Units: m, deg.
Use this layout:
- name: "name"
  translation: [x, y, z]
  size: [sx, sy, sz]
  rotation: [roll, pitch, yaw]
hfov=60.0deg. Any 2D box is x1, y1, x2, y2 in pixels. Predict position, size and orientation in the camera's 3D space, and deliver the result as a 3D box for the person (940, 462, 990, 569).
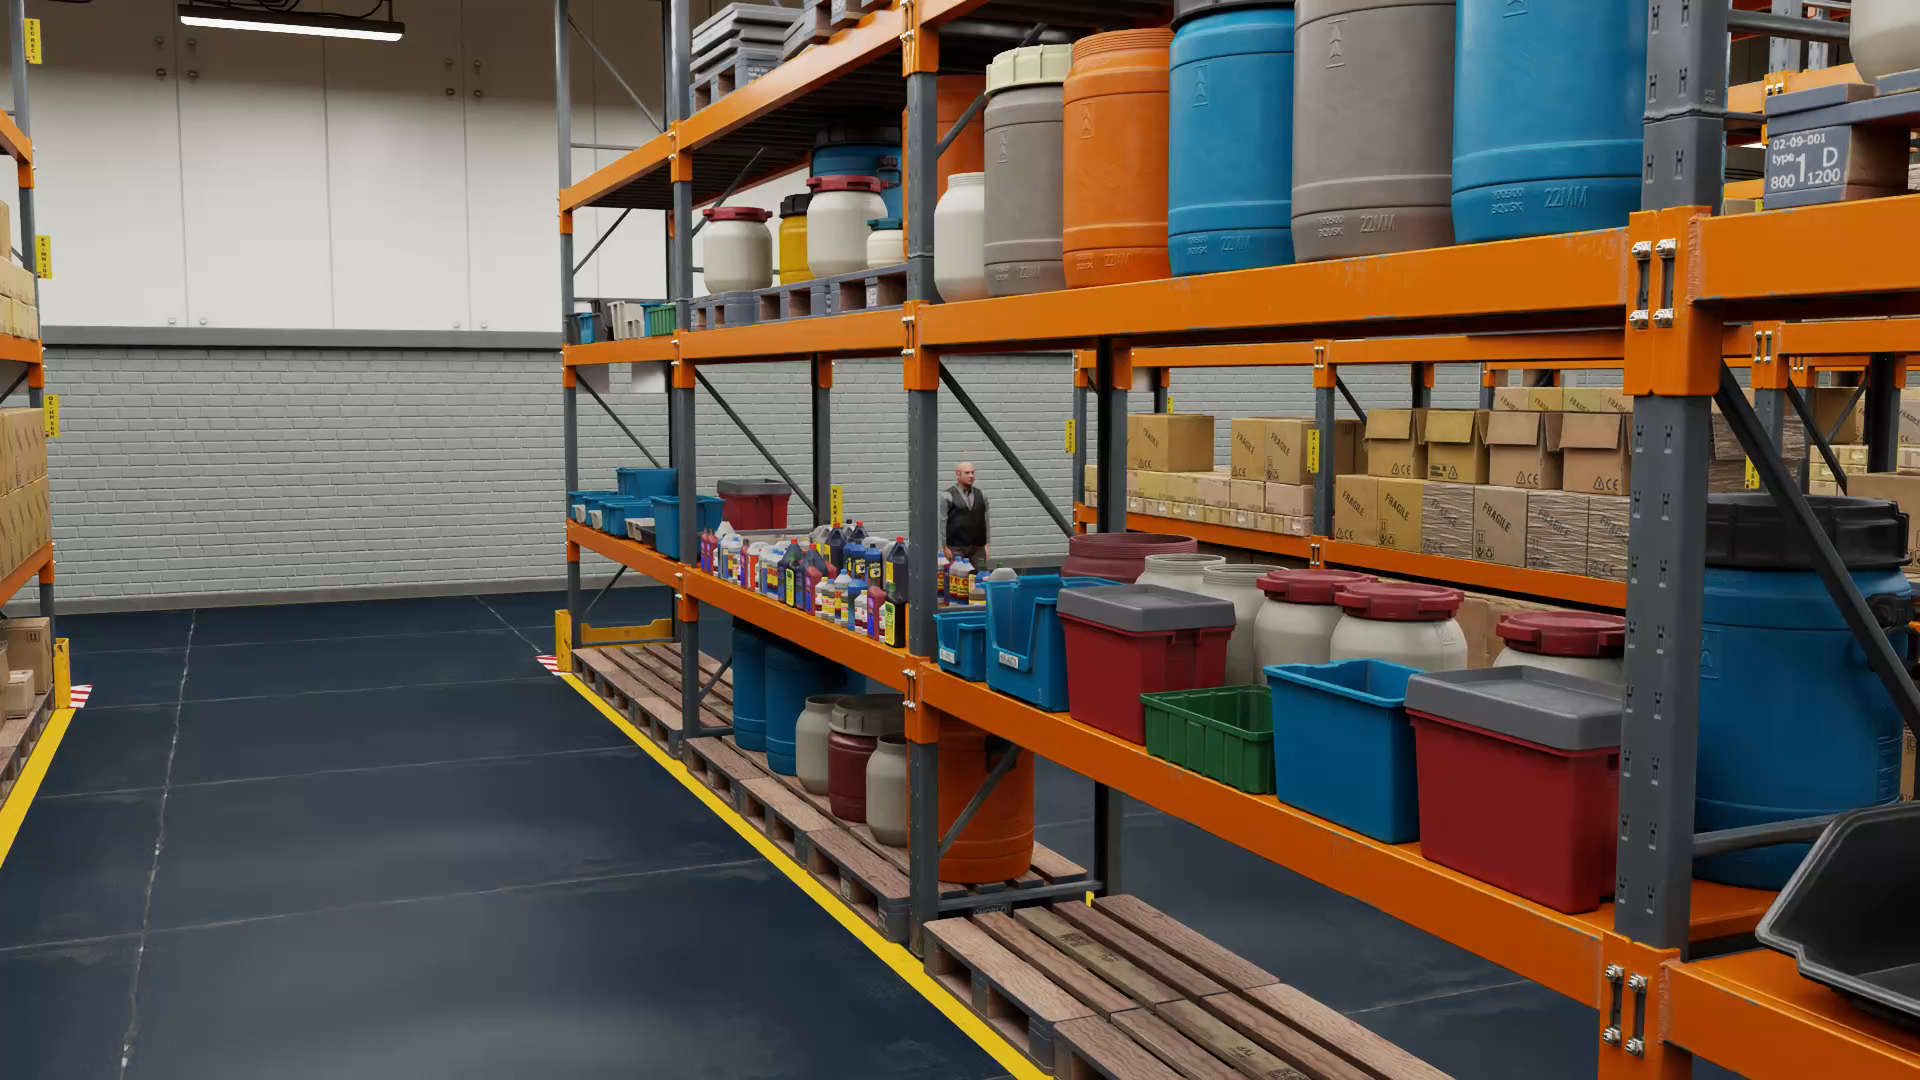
- name: "person"
  translation: [0.062, 0.100, 16.423]
  size: [0.532, 1.732, 0.357]
  rotation: [-2, 6, -23]
